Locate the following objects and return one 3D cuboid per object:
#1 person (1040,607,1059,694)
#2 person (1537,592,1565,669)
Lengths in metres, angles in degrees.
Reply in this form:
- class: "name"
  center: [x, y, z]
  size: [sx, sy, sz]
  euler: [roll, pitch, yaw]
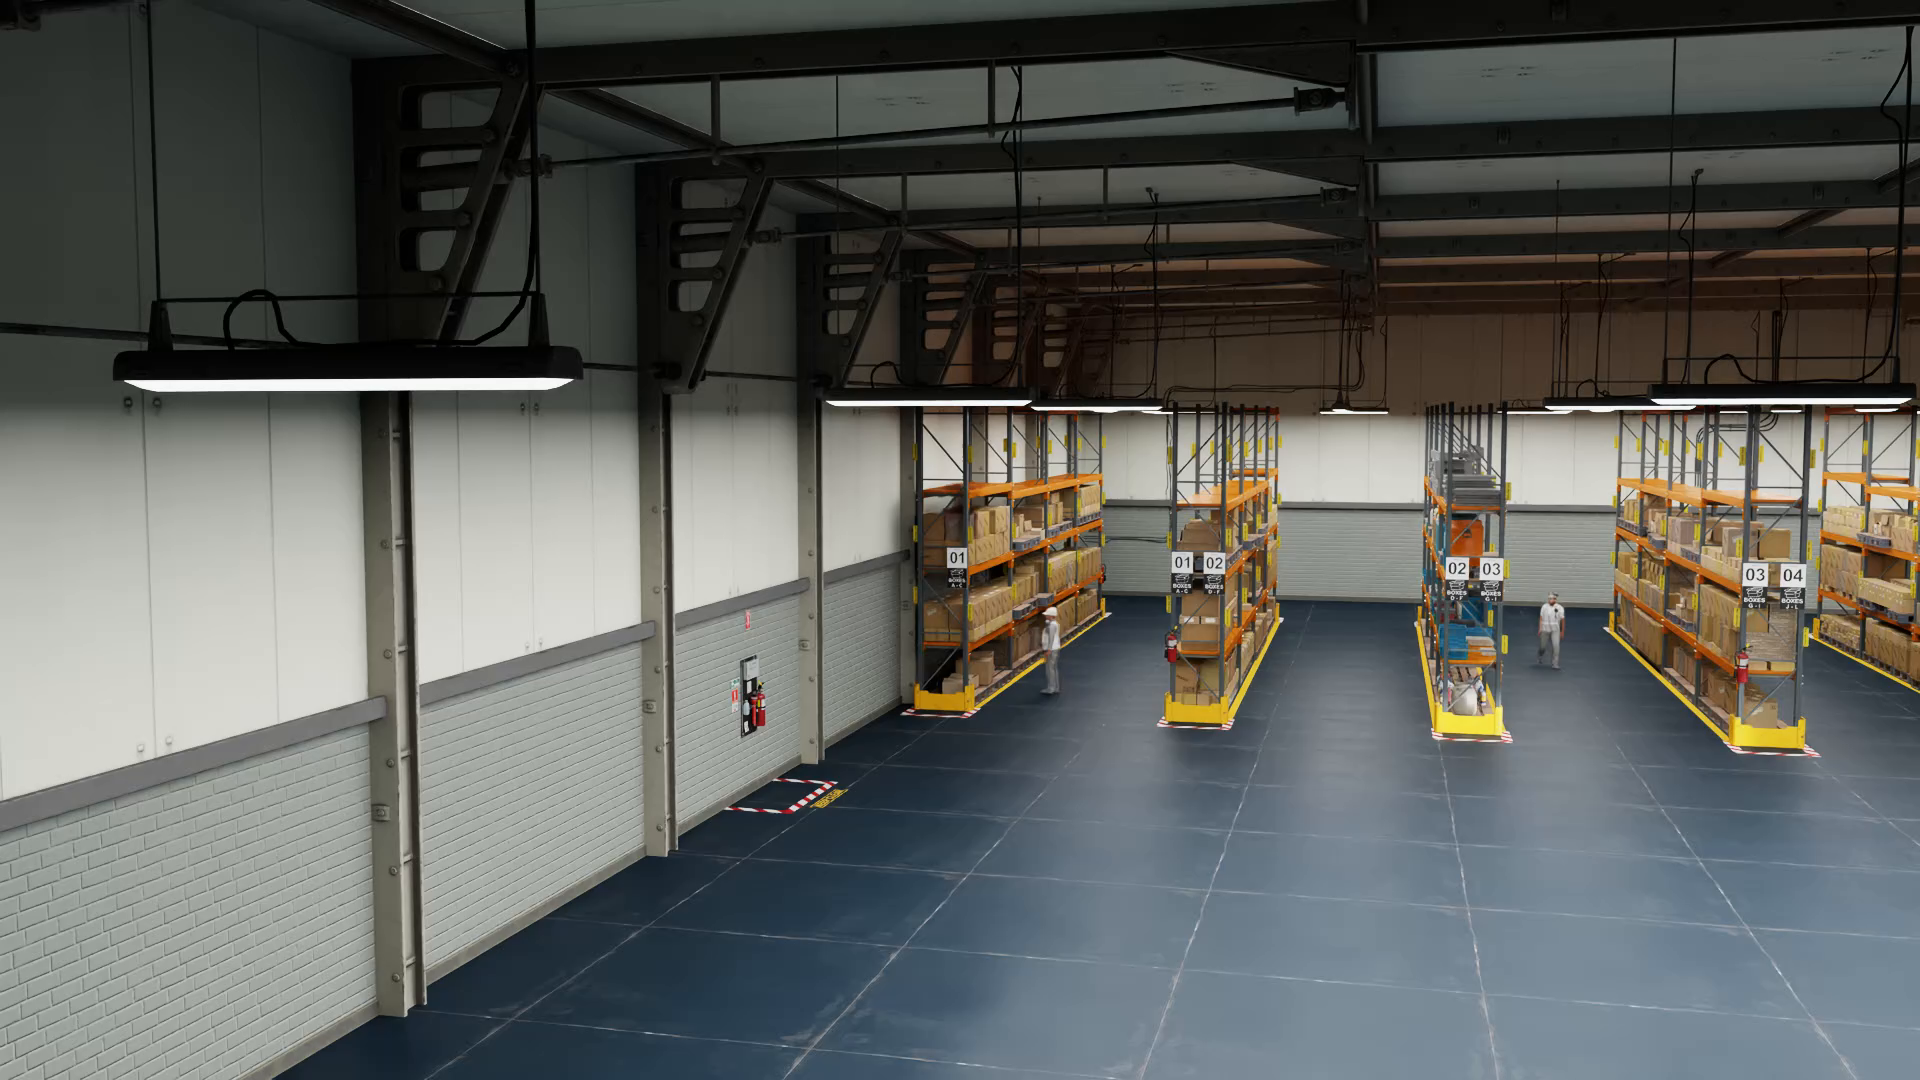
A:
- class: "person"
  center: [1.862, 2.284, 34.462]
  size: [0.391, 1.787, 0.596]
  euler: [1, 4, 10]
- class: "person"
  center: [13.517, 2.038, 38.037]
  size: [0.580, 1.727, 0.857]
  euler: [1, 4, 11]
